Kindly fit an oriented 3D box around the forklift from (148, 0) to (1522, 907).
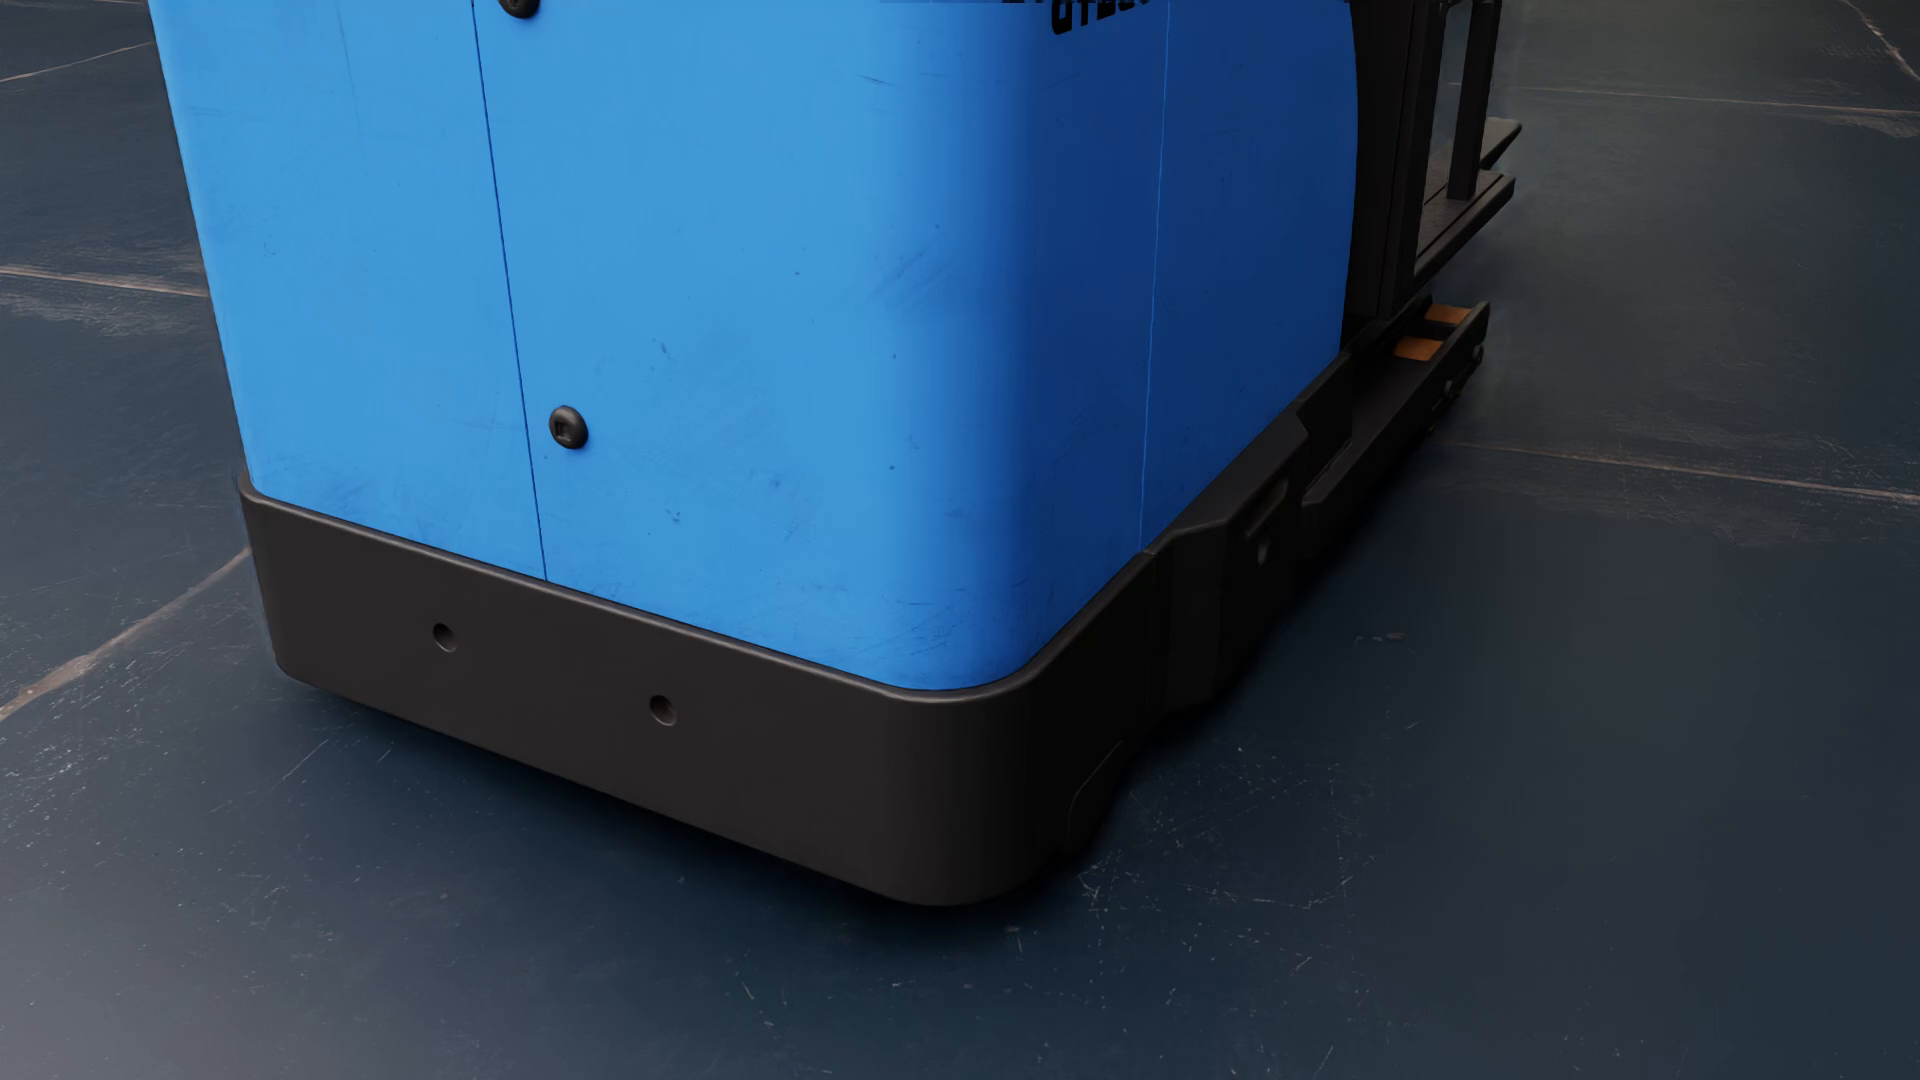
[{"bbox_3d":[0.303,-1.580,2.372,1.130,2.935,3.031,14,30,26],"label":"forklift"}]
